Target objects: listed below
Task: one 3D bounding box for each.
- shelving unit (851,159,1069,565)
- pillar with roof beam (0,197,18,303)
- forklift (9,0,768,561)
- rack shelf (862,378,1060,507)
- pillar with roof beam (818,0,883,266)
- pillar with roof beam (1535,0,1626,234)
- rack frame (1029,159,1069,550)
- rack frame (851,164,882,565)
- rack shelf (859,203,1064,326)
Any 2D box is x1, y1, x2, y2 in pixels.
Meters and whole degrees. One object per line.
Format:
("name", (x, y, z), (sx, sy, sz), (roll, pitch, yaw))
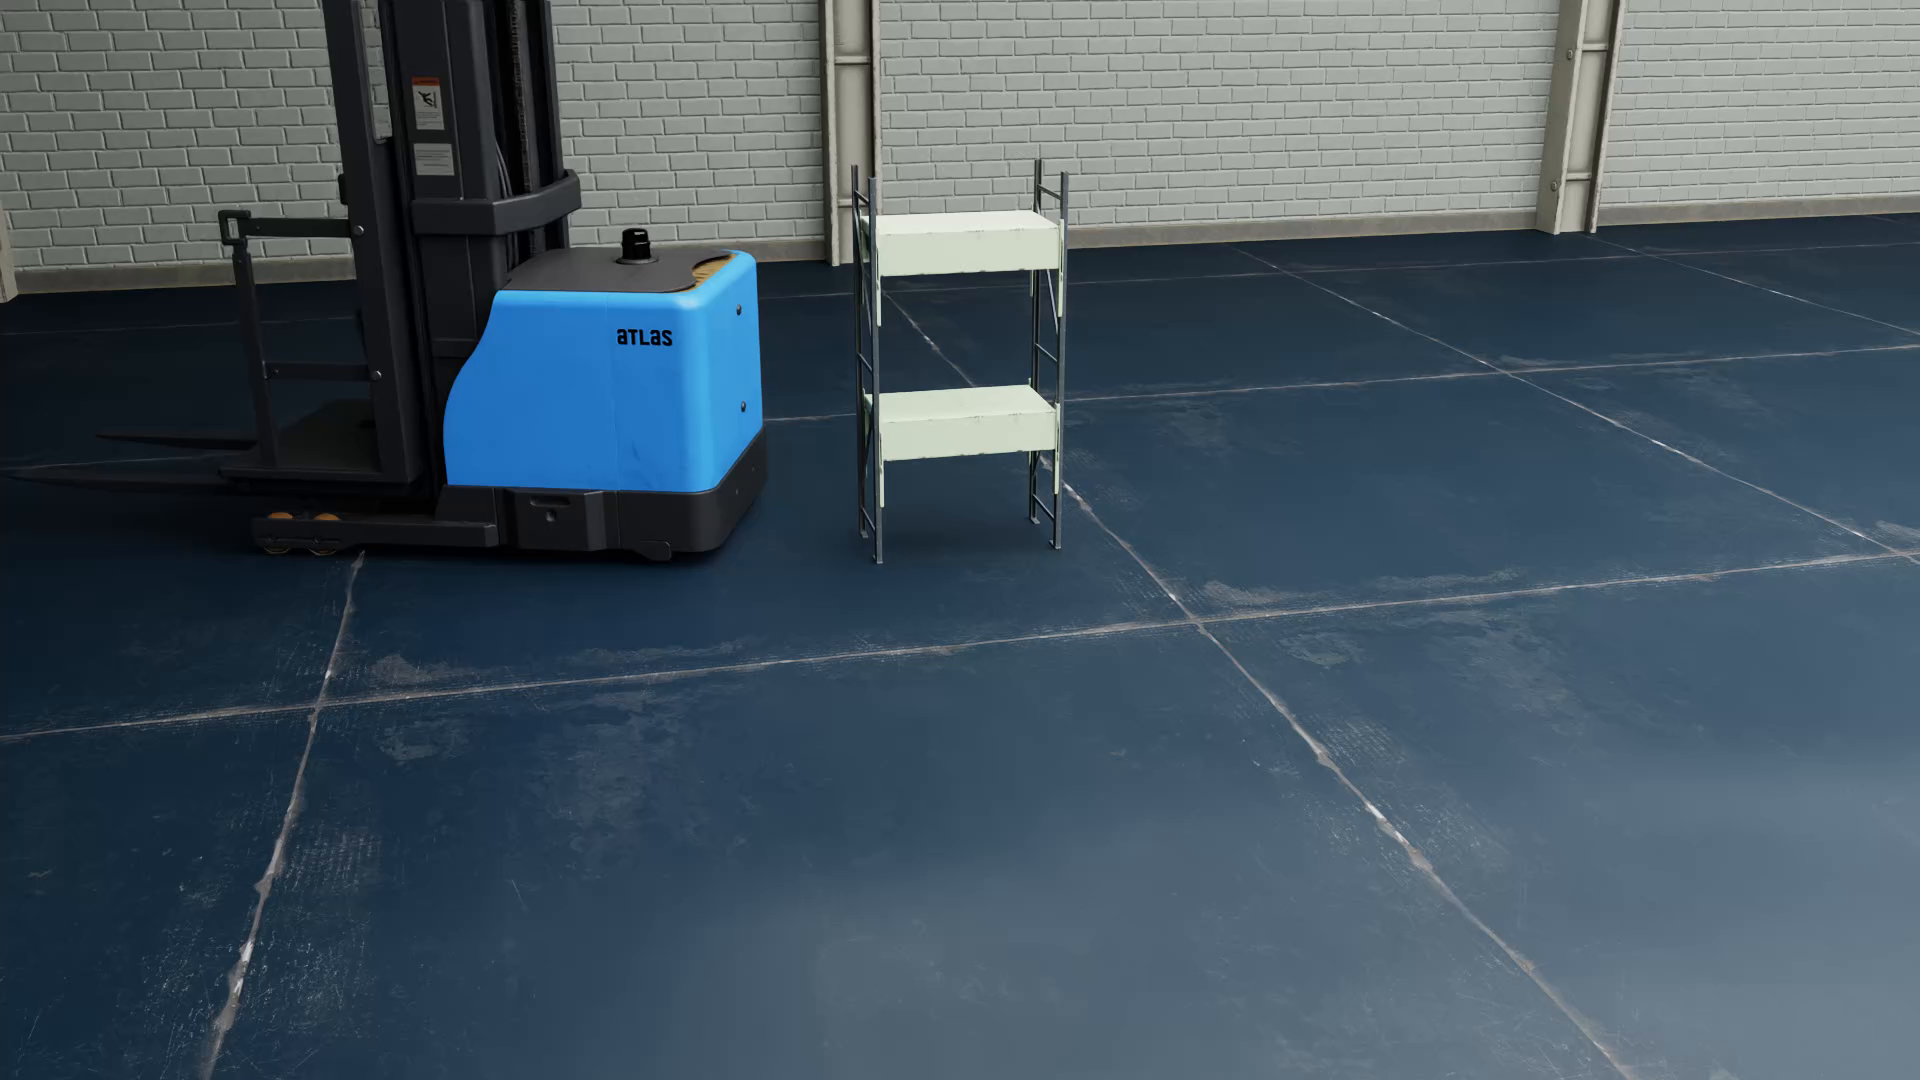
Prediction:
("shelving unit", (-0.006, -0.704, 6.555), (0.755, 1.500, 0.431), (-5, 21, -12))
("pillar with roof beam", (-5.646, -4.417, 5.791), (0.400, 9.000, 9.100), (-5, 21, -12))
("forklift", (-2.400, -1.490, 6.621), (3.031, 2.935, 1.130), (2, 20, 6))
("rack shelf", (-0.006, -0.398, 6.667), (0.720, 0.370, 0.431), (-5, 21, -12))
("pillar with roof beam", (0.193, -4.892, 7.087), (0.400, 9.000, 9.100), (-5, 21, -12))
("pillar with roof beam", (6.032, -5.367, 8.383), (0.400, 9.000, 9.100), (-5, 21, -12))
("rack frame", (0.350, -0.733, 6.634), (0.023, 1.500, 0.400), (-5, 21, -12))
("rack frame", (-0.363, -0.675, 6.476), (0.023, 1.500, 0.400), (-5, 21, -12))
("rack shelf", (-0.006, -1.070, 6.421), (0.720, 0.370, 0.431), (-5, 21, -12))
